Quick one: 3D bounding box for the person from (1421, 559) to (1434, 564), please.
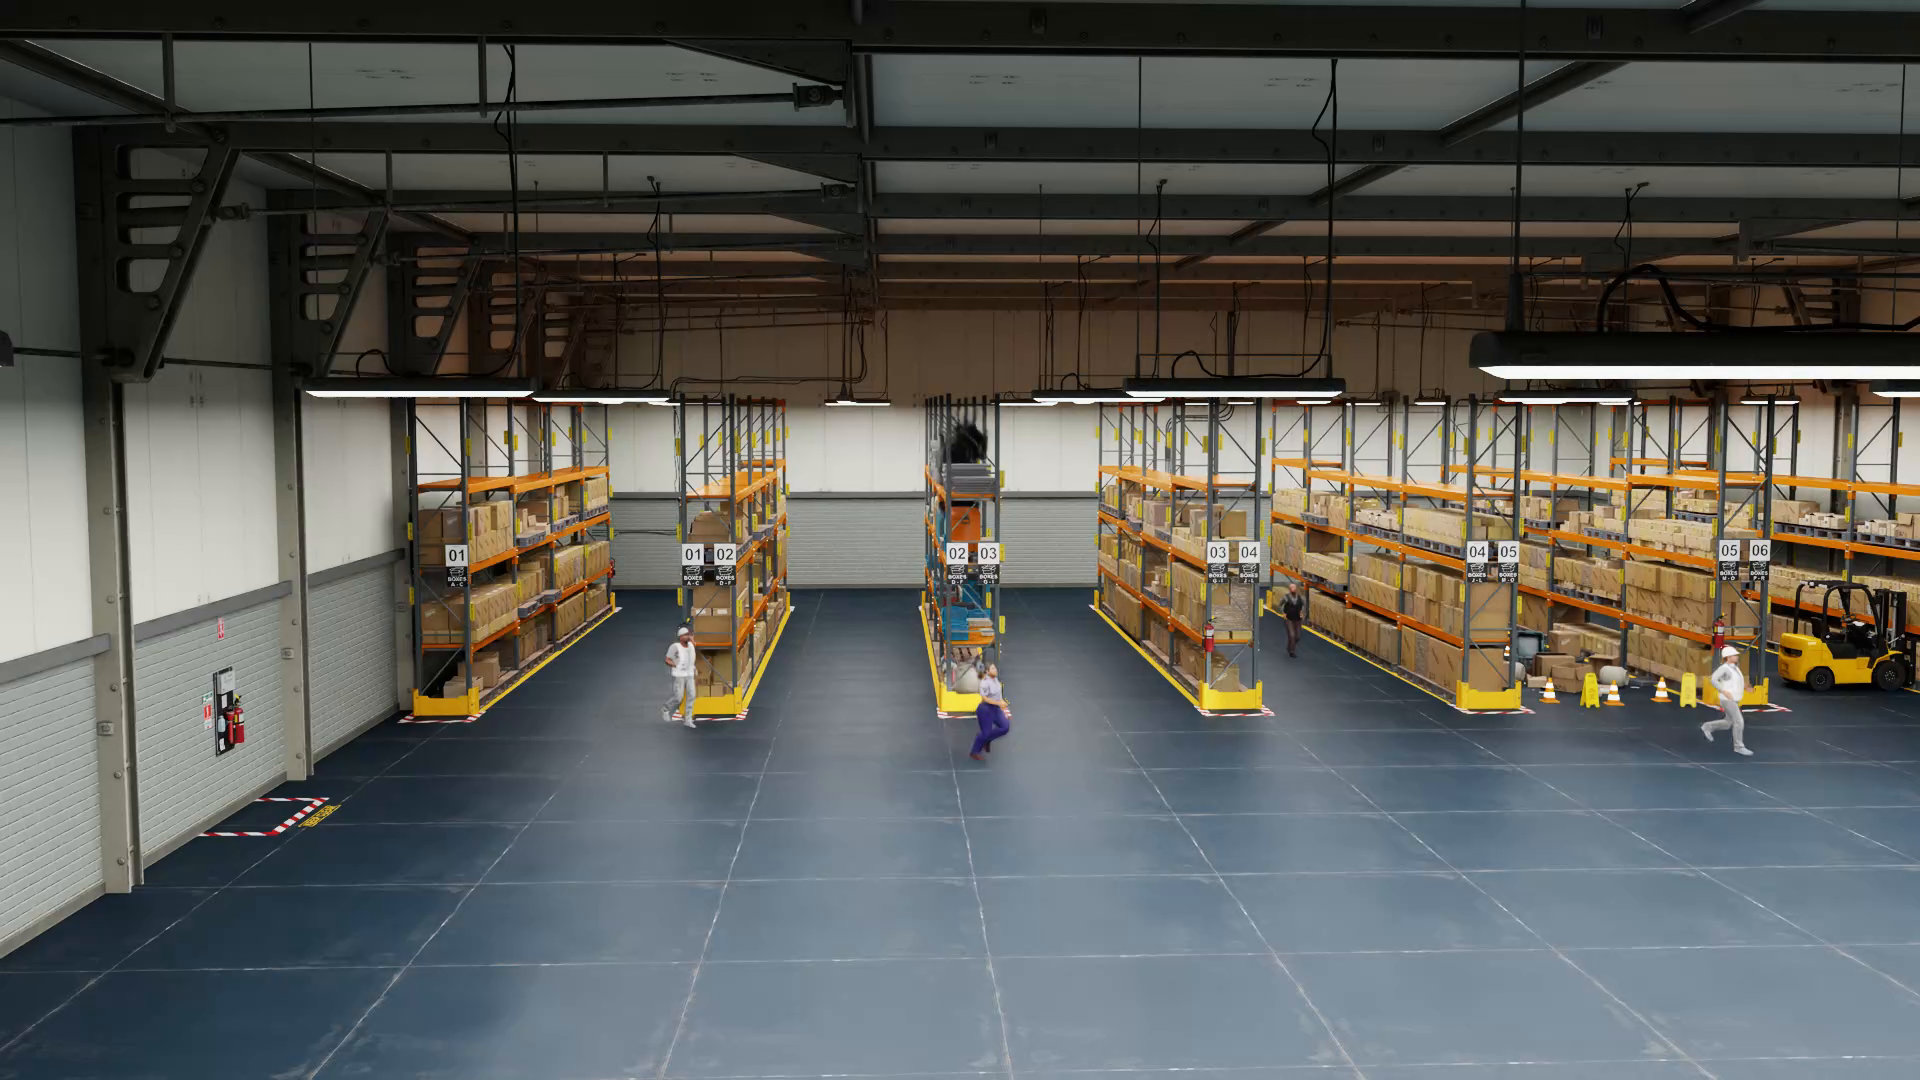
[{"bbox_3d":[13.944,1.009,49.439,0.664,1.673,0.703,1,5,15],"label":"person"}]

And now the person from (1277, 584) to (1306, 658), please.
[{"bbox_3d":[7.661,1.851,38.349,0.683,1.692,0.675,-1,5,-7],"label":"person"}]

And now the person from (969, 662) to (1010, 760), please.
[{"bbox_3d":[0.512,2.785,27.101,0.705,1.606,0.628,3,5,32],"label":"person"}]

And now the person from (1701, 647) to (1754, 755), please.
[{"bbox_3d":[12.814,2.663,27.761,0.880,1.772,0.662,4,6,43],"label":"person"}]

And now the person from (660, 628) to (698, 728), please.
[{"bbox_3d":[-4.989,2.477,30.009,0.779,1.783,0.706,4,6,40],"label":"person"}]
